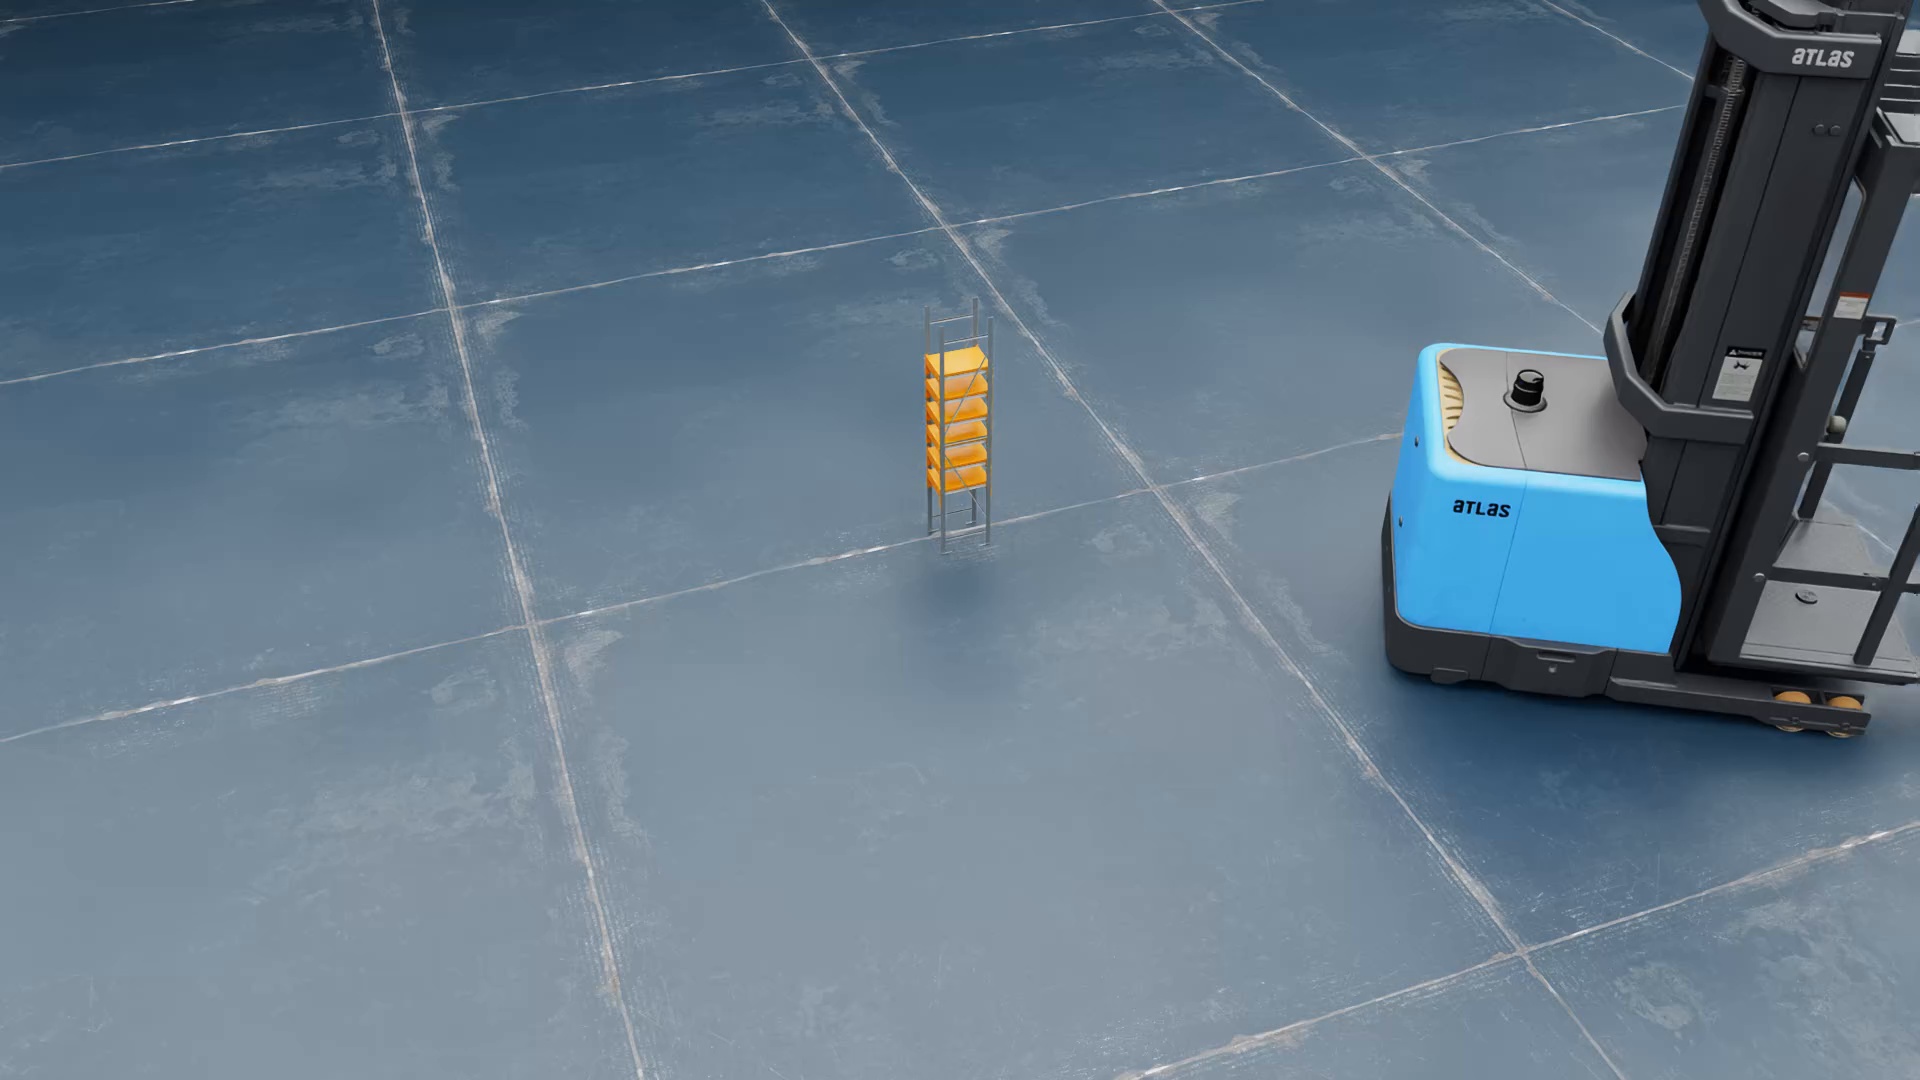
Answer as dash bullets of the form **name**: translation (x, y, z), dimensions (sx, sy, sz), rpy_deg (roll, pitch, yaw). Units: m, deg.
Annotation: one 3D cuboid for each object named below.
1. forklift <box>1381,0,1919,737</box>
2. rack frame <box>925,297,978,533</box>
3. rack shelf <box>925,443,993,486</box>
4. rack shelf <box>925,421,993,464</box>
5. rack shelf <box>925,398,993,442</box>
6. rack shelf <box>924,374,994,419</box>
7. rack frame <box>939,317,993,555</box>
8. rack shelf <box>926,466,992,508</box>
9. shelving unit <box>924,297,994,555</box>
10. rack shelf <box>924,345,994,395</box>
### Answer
- **forklift**: translation (3.357, -0.724, 6.275), dimensions (3.031, 2.935, 1.130), rpy_deg (6, 37, 8)
- **rack frame**: translation (-0.036, -0.539, 7.468), dimensions (0.240, 1.200, 0.006), rpy_deg (-12, 39, -16)
- **rack shelf**: translation (-0.005, -0.356, 7.499), dimensions (0.258, 0.103, 0.180), rpy_deg (-12, 39, -16)
- **rack shelf**: translation (-0.005, -0.452, 7.427), dimensions (0.258, 0.103, 0.180), rpy_deg (-12, 39, -16)
- **rack shelf**: translation (-0.005, -0.548, 7.354), dimensions (0.258, 0.103, 0.180), rpy_deg (-12, 39, -16)
- **rack shelf**: translation (-0.005, -0.644, 7.282), dimensions (0.258, 0.103, 0.180), rpy_deg (-12, 39, -16)
- **rack frame**: translation (0.026, -0.436, 7.331), dimensions (0.240, 1.200, 0.006), rpy_deg (-12, 39, -16)
- **rack shelf**: translation (-0.005, -0.260, 7.571), dimensions (0.258, 0.103, 0.180), rpy_deg (-12, 39, -16)
- **shelving unit**: translation (-0.005, -0.487, 7.400), dimensions (0.258, 1.200, 0.189), rpy_deg (-12, 39, -16)
- **rack shelf**: translation (-0.005, -0.739, 7.210), dimensions (0.258, 0.103, 0.180), rpy_deg (-12, 39, -16)
